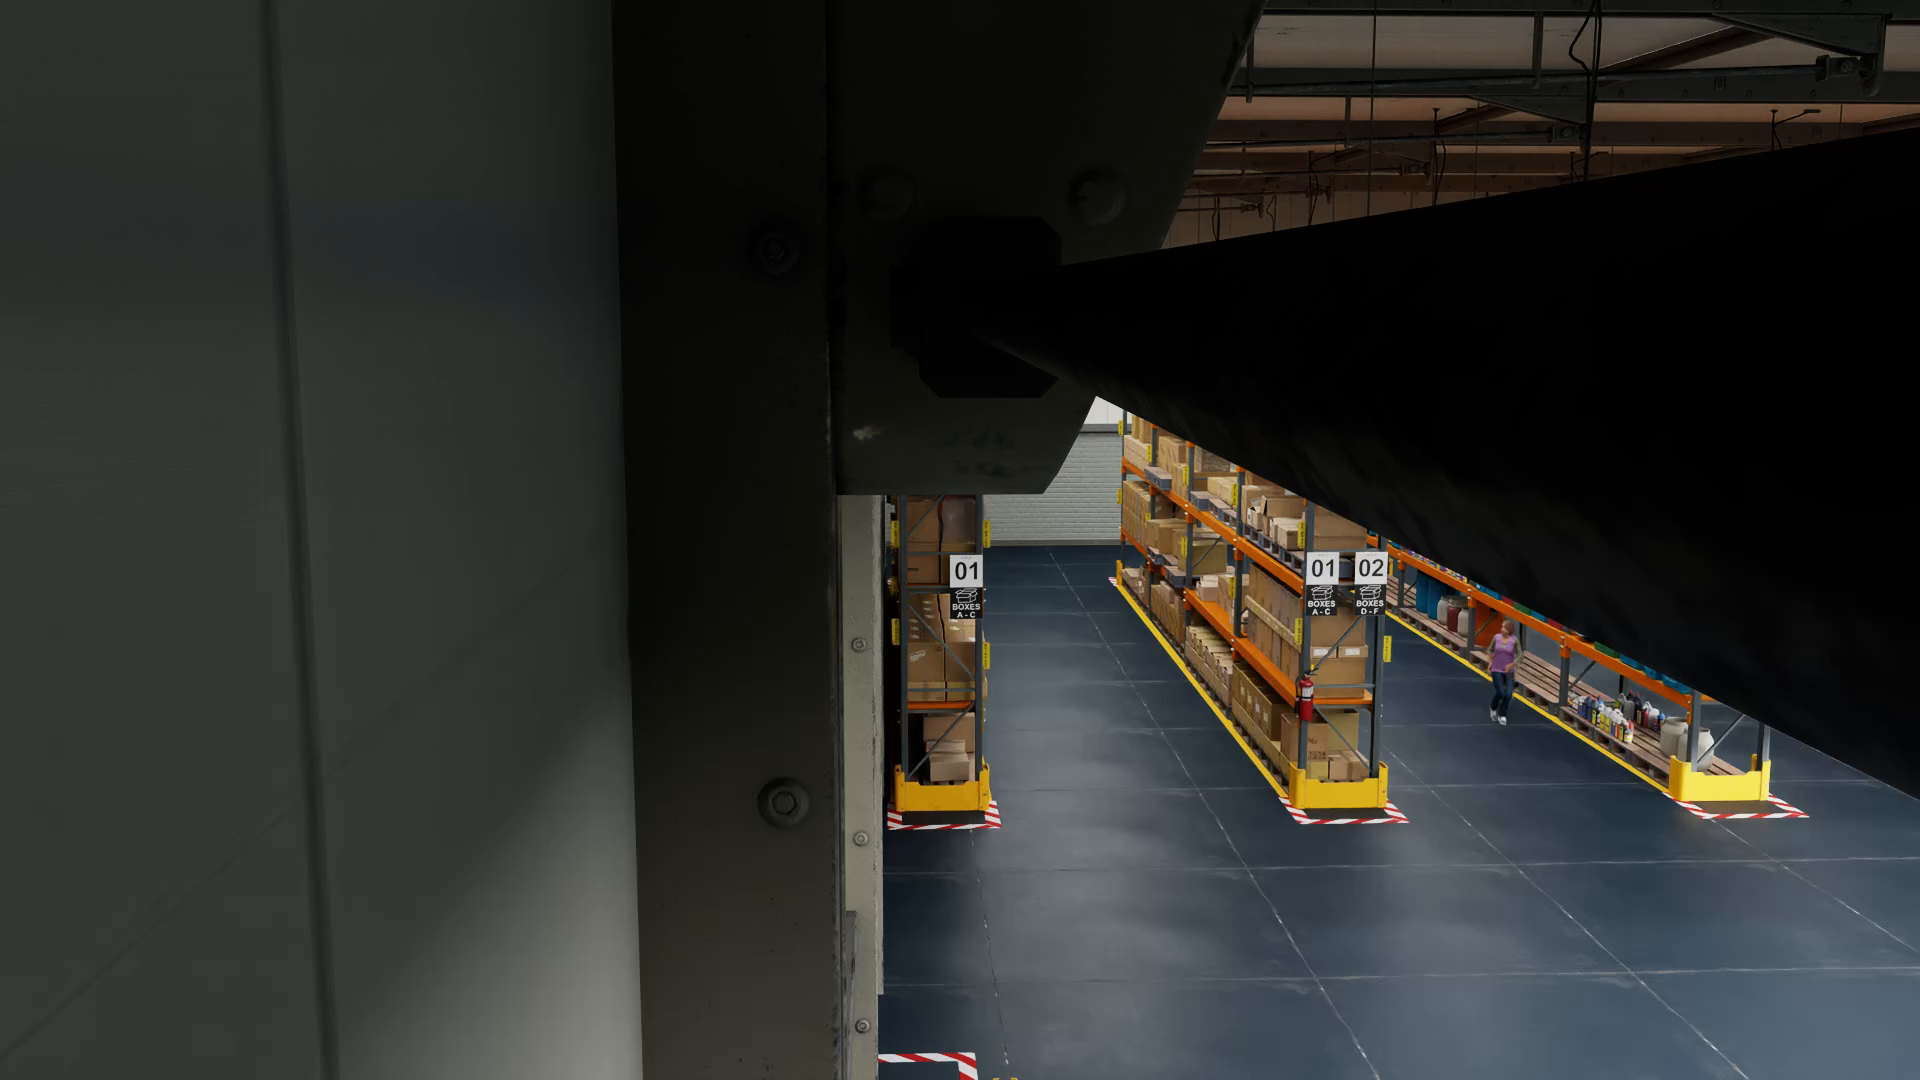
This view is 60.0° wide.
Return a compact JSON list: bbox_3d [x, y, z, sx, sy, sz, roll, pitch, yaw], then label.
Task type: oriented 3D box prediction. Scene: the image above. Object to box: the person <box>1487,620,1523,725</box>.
[{"bbox_3d":[8.065,1.953,24.625,0.469,1.570,0.515,0,8,1],"label":"person"}]
